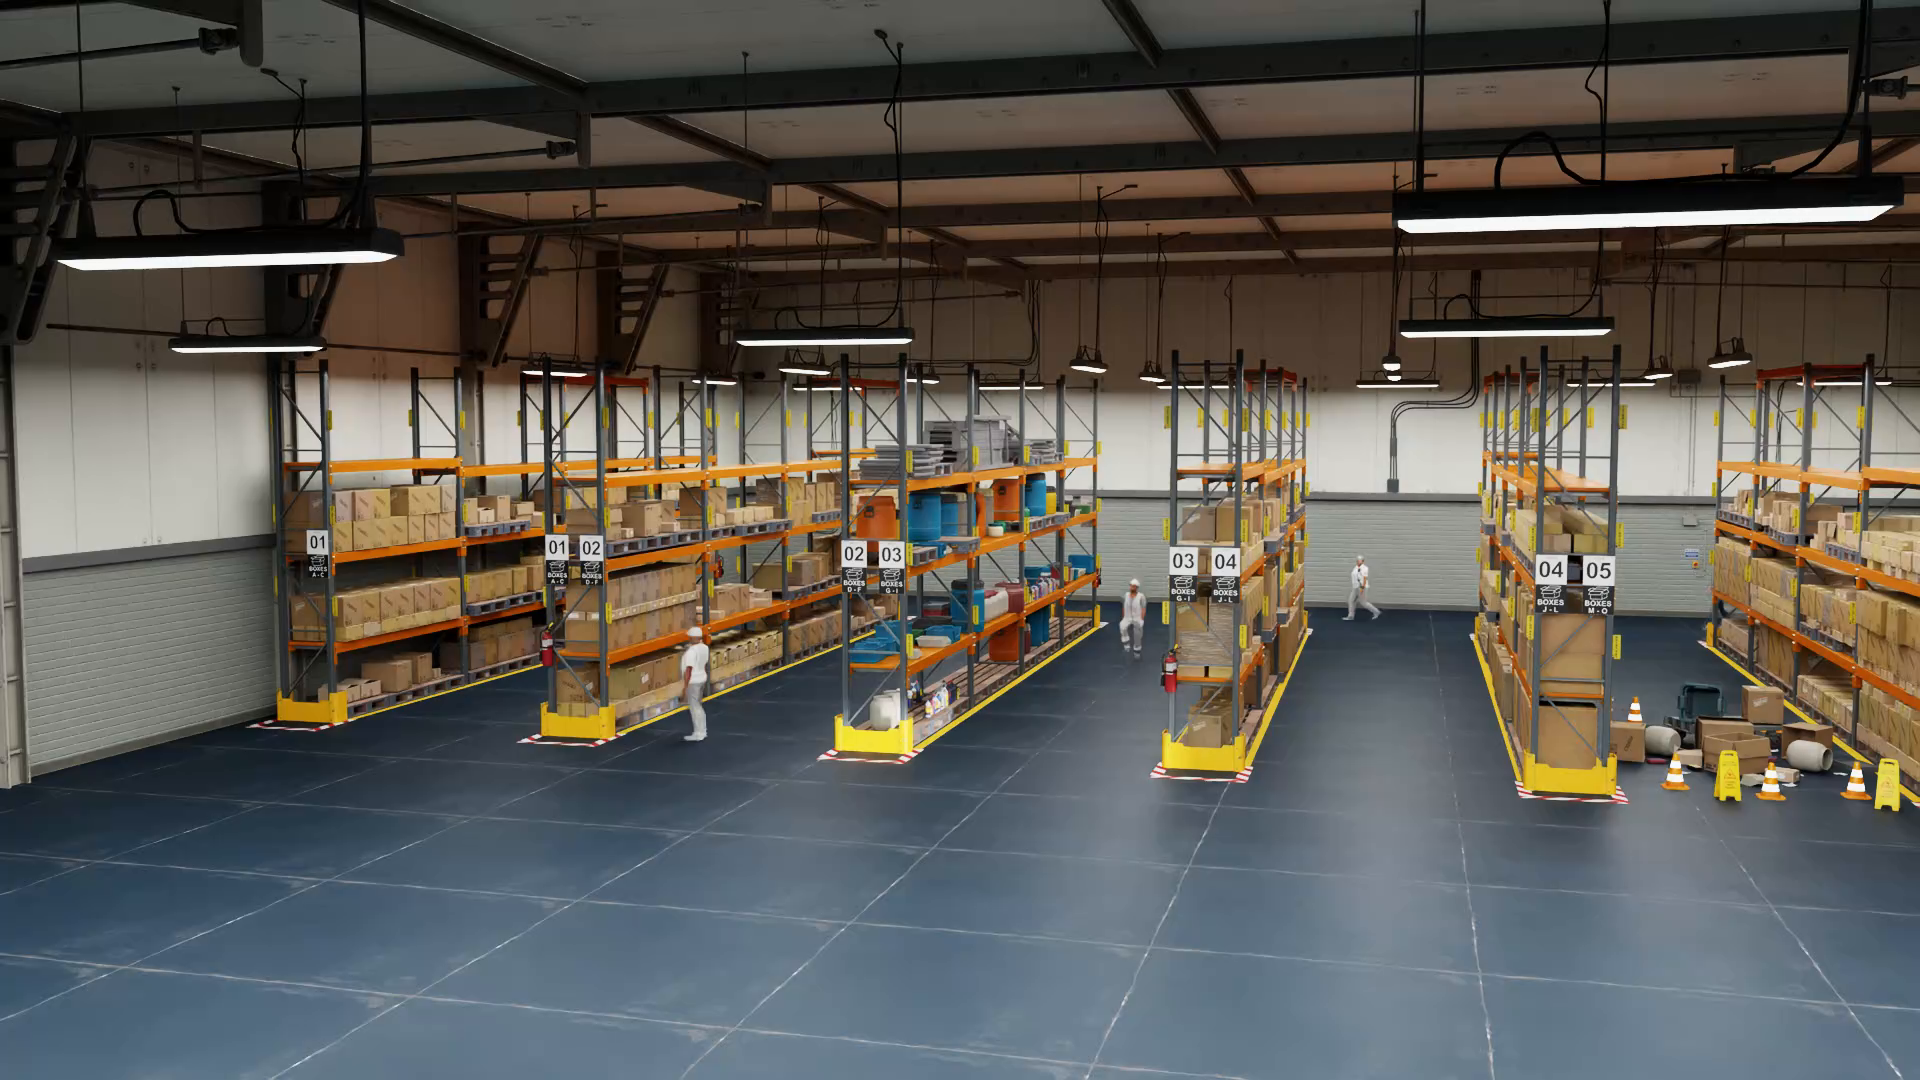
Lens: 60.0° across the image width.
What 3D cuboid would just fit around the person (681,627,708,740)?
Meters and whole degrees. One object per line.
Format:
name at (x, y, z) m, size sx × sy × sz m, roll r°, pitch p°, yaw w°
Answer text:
person at (-4.158, 2.255, 26.006) m, size 0.361 × 1.798 × 0.672 m, roll 1°, pitch 4°, yaw 13°

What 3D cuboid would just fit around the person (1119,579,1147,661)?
person at (3.538, 1.660, 33.946) m, size 0.537 × 1.711 × 1.055 m, roll 1°, pitch 4°, yaw 12°

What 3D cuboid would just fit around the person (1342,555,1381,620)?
person at (10.010, 1.195, 41.447) m, size 0.912 × 1.625 × 0.506 m, roll 0°, pitch 4°, yaw -4°

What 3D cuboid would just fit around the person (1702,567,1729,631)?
person at (18.050, 1.350, 39.694) m, size 0.765 × 1.600 × 0.393 m, roll 0°, pitch 4°, yaw -1°

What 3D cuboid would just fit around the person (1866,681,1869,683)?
person at (17.500, 1.939, 31.646) m, size 0.354 × 1.608 × 0.470 m, roll 3°, pitch 5°, yaw 39°
